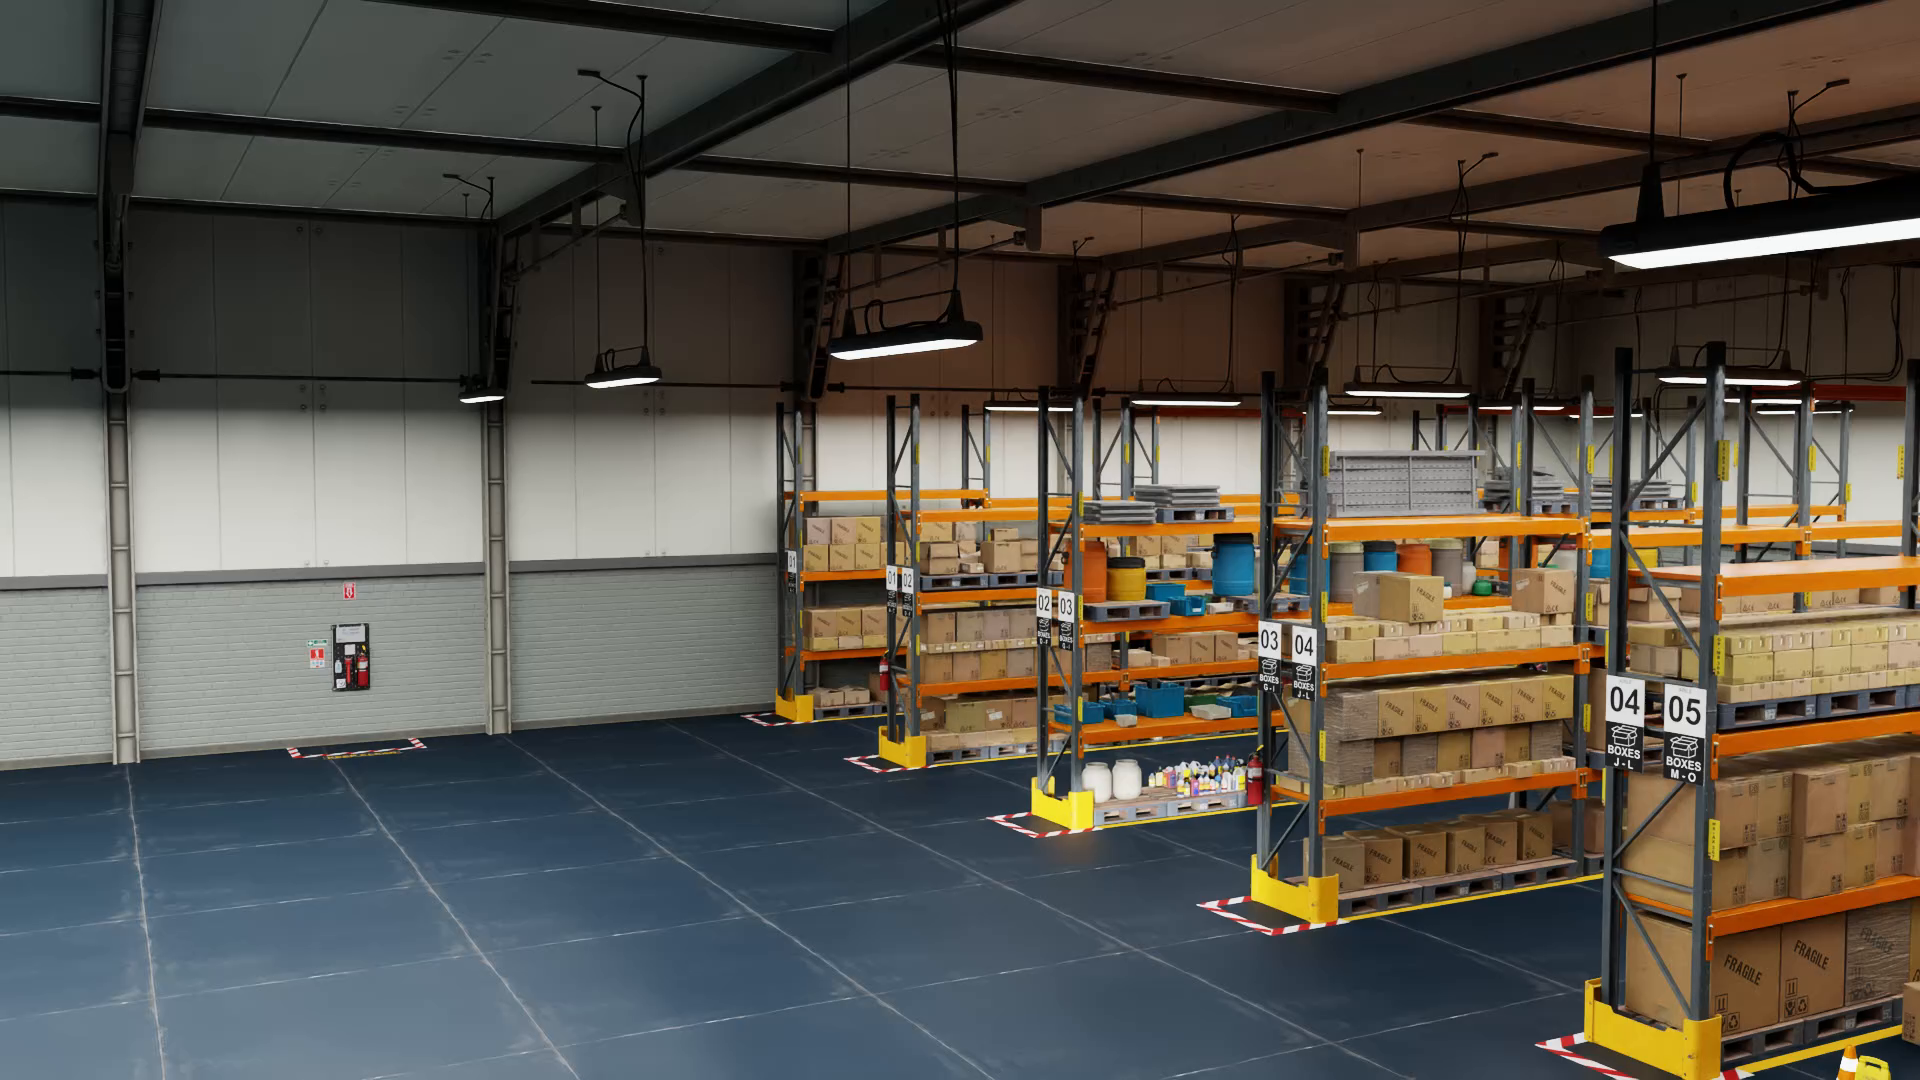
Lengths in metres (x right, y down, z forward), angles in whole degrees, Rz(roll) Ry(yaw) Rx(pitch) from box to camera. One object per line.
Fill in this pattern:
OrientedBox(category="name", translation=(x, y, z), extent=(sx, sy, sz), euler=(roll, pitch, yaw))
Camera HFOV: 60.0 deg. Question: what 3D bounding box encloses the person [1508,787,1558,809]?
OrientedBox(category="person", translation=(7.656, 3.083, 22.279), extent=(0.975, 1.603, 0.462), euler=(-1, 3, -15))
